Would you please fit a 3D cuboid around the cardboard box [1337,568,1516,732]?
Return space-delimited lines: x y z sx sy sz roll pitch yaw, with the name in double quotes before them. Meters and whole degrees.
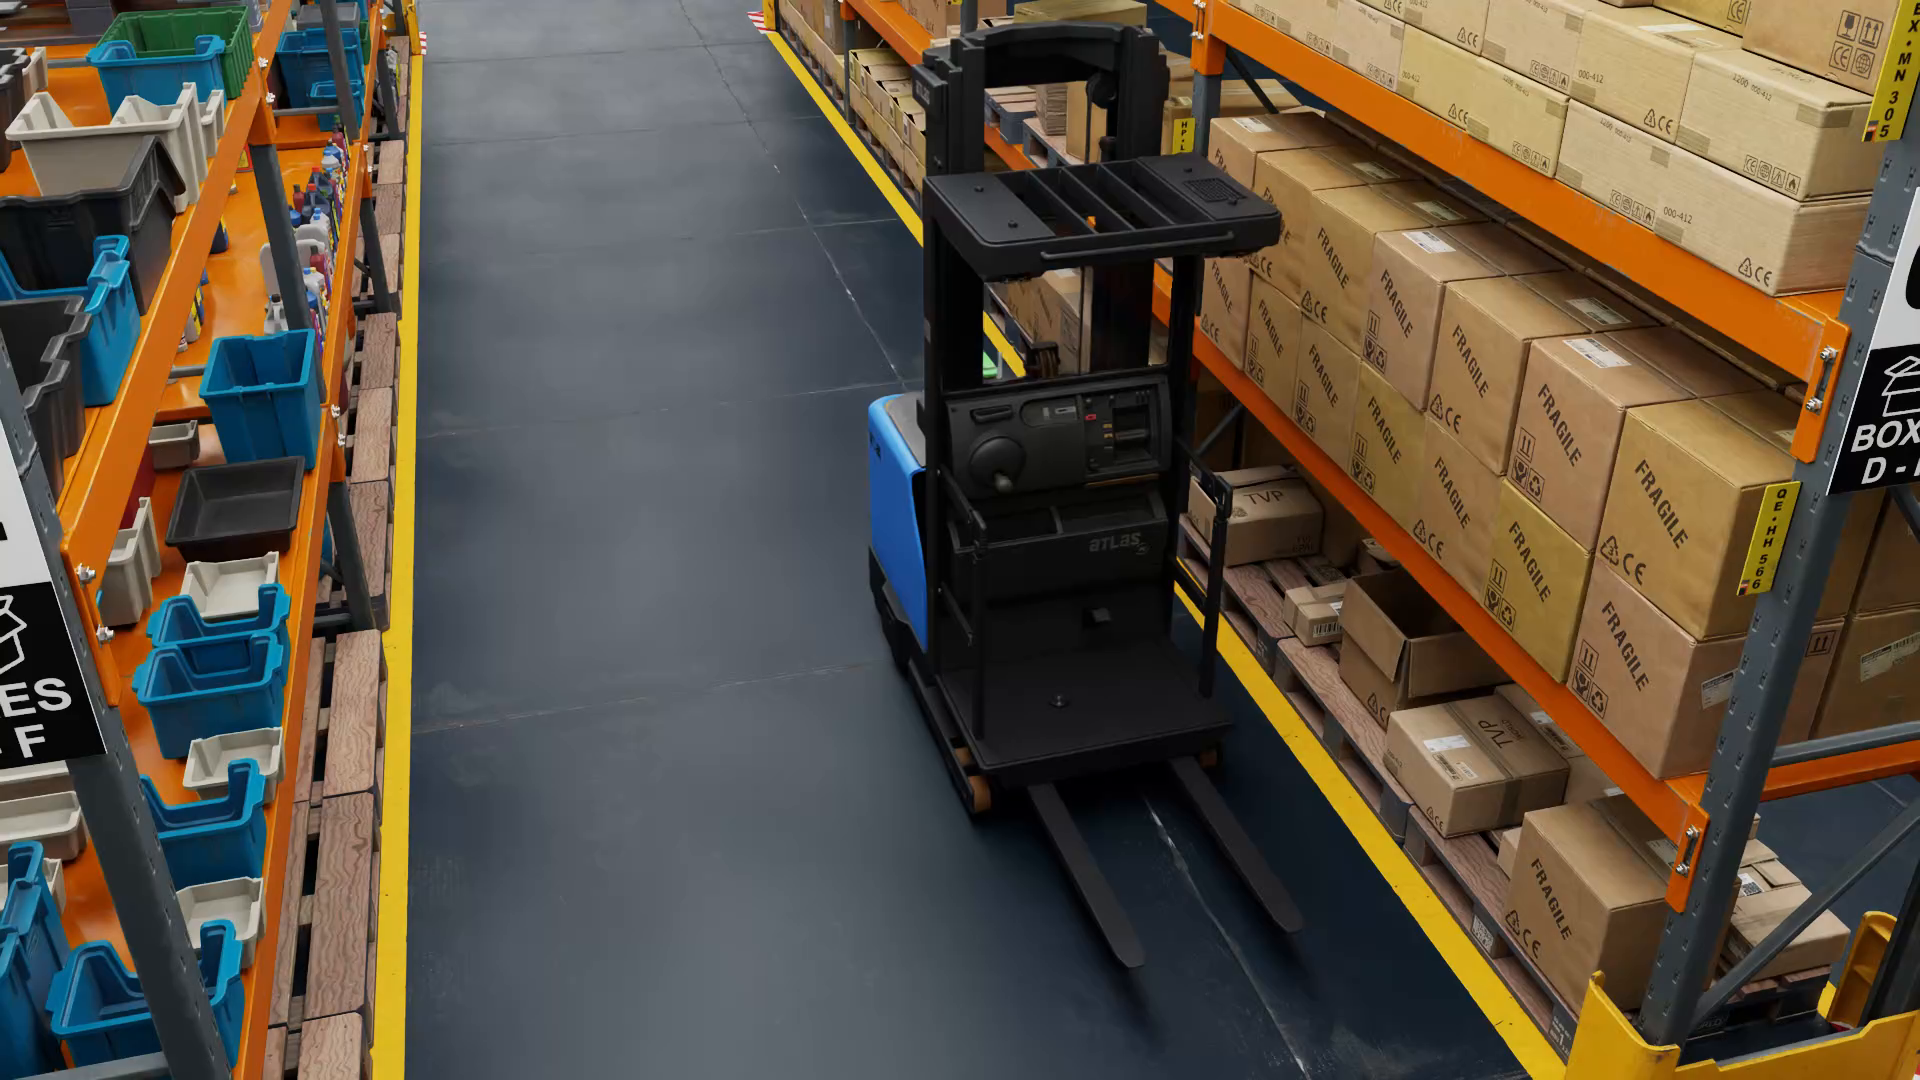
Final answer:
"cardboard box" 2.066 0.438 7.052 0.797 0.503 0.637 -8 31 -13

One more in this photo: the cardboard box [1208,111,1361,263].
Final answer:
"cardboard box" 1.416 -1.570 7.370 0.500 0.500 0.500 -7 31 -12

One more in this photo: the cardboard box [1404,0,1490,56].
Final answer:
"cardboard box" 1.841 -1.815 5.548 0.500 0.250 0.500 -8 31 -13

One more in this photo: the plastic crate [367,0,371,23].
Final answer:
"plastic crate" -4.914 -4.401 13.295 0.402 0.464 0.583 -8 31 -13

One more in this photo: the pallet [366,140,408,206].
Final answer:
"pallet" -5.092 -2.985 13.697 1.003 0.211 1.213 -8 31 -13

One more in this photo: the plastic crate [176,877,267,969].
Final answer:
"plastic crate" -1.906 0.989 4.251 0.250 0.136 0.298 -8 31 -13

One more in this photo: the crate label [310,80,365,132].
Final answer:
"crate label" -4.026 -2.815 10.786 0.303 0.233 0.416 -8 31 -13

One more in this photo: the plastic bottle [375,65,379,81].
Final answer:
"plastic bottle" -5.451 -4.287 15.443 0.152 0.276 0.135 -8 31 -13

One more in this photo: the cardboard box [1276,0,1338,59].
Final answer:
"cardboard box" 1.582 -2.083 6.509 0.500 0.250 0.500 -8 31 -13

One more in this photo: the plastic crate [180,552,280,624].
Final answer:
"plastic crate" -2.462 0.187 5.636 0.293 0.136 0.466 -8 31 -13

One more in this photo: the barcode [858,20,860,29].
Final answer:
"barcode" -0.895 -4.568 14.746 0.001 0.075 0.075 -8 31 -13

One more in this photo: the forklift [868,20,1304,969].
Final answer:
"forklift" 0.469 -0.369 6.461 1.130 2.935 3.031 -9 31 -14

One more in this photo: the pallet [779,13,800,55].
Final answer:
"pallet" -1.379 -5.584 18.187 1.003 0.211 1.213 -8 31 -13

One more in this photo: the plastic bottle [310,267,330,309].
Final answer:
"plastic bottle" -3.123 -1.221 8.063 0.097 0.201 0.097 0 30 0

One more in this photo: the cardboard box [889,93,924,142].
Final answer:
"cardboard box" -0.282 -3.482 13.538 0.500 0.311 0.500 -7 31 -12

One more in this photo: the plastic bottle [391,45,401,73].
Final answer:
"plastic bottle" -5.441 -4.630 16.027 0.061 0.283 0.133 -7 31 -12

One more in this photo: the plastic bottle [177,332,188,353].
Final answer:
"plastic bottle" -3.612 -0.966 7.622 0.097 0.201 0.097 0 30 0

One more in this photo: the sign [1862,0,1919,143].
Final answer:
"sign" 2.084 -1.044 3.682 0.100 0.325 0.005 -8 31 -13

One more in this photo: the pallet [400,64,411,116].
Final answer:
"pallet" -5.803 -4.279 15.933 1.003 0.211 1.213 -8 31 -13

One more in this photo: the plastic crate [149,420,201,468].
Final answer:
"plastic crate" -3.229 -0.370 6.599 0.396 0.136 0.243 -8 31 -13

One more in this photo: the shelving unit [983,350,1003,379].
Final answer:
"shelving unit" 0.013 -0.482 8.385 0.258 1.200 0.503 -9 31 -14

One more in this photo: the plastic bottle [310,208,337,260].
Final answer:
"plastic bottle" -3.307 -1.587 8.625 0.097 0.271 0.097 0 30 0

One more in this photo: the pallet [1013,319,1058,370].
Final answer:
"pallet" 0.983 -1.130 10.492 1.003 0.211 1.213 -8 31 -13

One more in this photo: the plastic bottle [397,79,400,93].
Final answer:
"plastic bottle" -5.254 -4.221 15.403 0.097 0.201 0.097 0 30 0

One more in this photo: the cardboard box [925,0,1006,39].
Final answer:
"cardboard box" 0.040 -4.142 12.813 0.500 0.500 0.500 -10 31 -16

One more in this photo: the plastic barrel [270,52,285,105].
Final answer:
"plastic barrel" -4.755 -3.151 11.088 0.421 0.512 0.421 0 30 0

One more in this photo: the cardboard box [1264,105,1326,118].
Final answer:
"cardboard box" 1.652 -1.843 8.420 0.700 0.500 0.500 -19 35 -30

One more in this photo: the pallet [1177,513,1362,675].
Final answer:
"pallet" 1.744 0.180 8.229 1.003 0.211 1.213 -8 31 -13

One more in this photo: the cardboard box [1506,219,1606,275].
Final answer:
"cardboard box" 2.351 -0.892 6.198 0.500 0.500 0.500 -8 31 -14

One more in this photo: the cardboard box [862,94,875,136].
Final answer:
"cardboard box" -0.558 -3.740 14.542 0.500 0.250 0.500 -7 31 -12

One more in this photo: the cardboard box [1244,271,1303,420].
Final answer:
"cardboard box" 1.574 -0.873 7.164 0.500 0.500 0.500 -7 31 -12

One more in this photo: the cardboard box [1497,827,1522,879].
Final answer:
"cardboard box" 2.222 1.171 6.121 0.380 0.166 0.250 -8 31 -13

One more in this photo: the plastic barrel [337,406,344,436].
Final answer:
"plastic barrel" -3.594 -0.699 9.027 0.421 0.512 0.421 0 30 0

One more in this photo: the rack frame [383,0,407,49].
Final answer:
"rack frame" -6.399 -6.498 16.982 1.000 3.000 0.127 -8 31 -13

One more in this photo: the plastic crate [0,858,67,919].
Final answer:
"plastic crate" -2.544 0.948 4.321 0.396 0.136 0.243 -8 31 -13

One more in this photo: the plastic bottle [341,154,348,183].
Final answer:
"plastic bottle" -3.657 -2.193 9.743 0.097 0.201 0.097 0 30 0

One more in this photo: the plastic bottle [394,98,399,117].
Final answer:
"plastic bottle" -5.054 -3.856 14.771 0.097 0.201 0.097 0 30 0

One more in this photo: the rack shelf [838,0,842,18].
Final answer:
"rack shelf" -1.092 -5.877 16.628 1.077 0.370 4.000 -8 31 -13

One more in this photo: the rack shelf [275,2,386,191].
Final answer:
"rack shelf" -4.807 -3.289 12.156 1.077 0.370 4.000 -8 31 -13

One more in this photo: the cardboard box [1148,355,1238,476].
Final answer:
"cardboard box" 1.155 -0.668 8.966 0.500 0.500 0.500 -8 31 -14

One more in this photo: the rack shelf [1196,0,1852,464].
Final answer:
"rack shelf" 2.093 -1.380 5.864 1.077 0.370 4.000 -8 31 -13

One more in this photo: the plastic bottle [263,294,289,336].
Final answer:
"plastic bottle" -3.006 -0.914 7.383 0.144 0.351 0.185 -8 31 -13

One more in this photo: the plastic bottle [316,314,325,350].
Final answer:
"plastic bottle" -2.984 -0.968 7.626 0.097 0.201 0.097 0 30 0

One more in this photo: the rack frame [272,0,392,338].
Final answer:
"rack frame" -4.276 -2.634 10.307 1.000 3.000 0.127 -8 31 -13

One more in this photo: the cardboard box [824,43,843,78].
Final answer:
"cardboard box" -1.018 -4.652 16.119 0.500 0.250 0.500 -8 31 -13

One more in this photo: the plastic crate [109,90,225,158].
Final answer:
"plastic crate" -2.510 -1.323 5.310 0.293 0.136 0.466 -8 31 -13

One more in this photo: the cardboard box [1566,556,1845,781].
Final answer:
"cardboard box" 2.243 0.349 5.052 0.500 0.500 0.500 -7 31 -12

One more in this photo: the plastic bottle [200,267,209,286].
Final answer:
"plastic bottle" -3.843 -1.417 8.331 0.097 0.271 0.097 0 30 0

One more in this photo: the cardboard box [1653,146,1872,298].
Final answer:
"cardboard box" 2.234 -0.874 4.420 0.500 0.250 0.500 -8 31 -13

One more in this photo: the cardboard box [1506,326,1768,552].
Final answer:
"cardboard box" 2.106 -0.325 5.220 0.500 0.500 0.500 -7 31 -12

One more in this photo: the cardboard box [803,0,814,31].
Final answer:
"cardboard box" -1.299 -5.458 16.762 0.500 0.500 0.500 -8 31 -13

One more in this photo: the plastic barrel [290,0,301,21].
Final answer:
"plastic barrel" -5.295 -4.134 12.762 0.433 0.535 0.433 0 30 0

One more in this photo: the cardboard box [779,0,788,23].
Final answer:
"cardboard box" -1.695 -5.858 18.202 0.500 0.250 0.500 -8 31 -13

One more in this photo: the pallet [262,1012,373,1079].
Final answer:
"pallet" -2.334 2.033 5.027 1.003 0.211 1.213 -8 31 -13

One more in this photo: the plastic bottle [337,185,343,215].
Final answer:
"plastic bottle" -3.502 -1.911 9.255 0.097 0.201 0.097 0 30 0

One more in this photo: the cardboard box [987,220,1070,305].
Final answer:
"cardboard box" 0.490 -1.890 11.076 0.500 0.500 0.500 -9 31 -15
